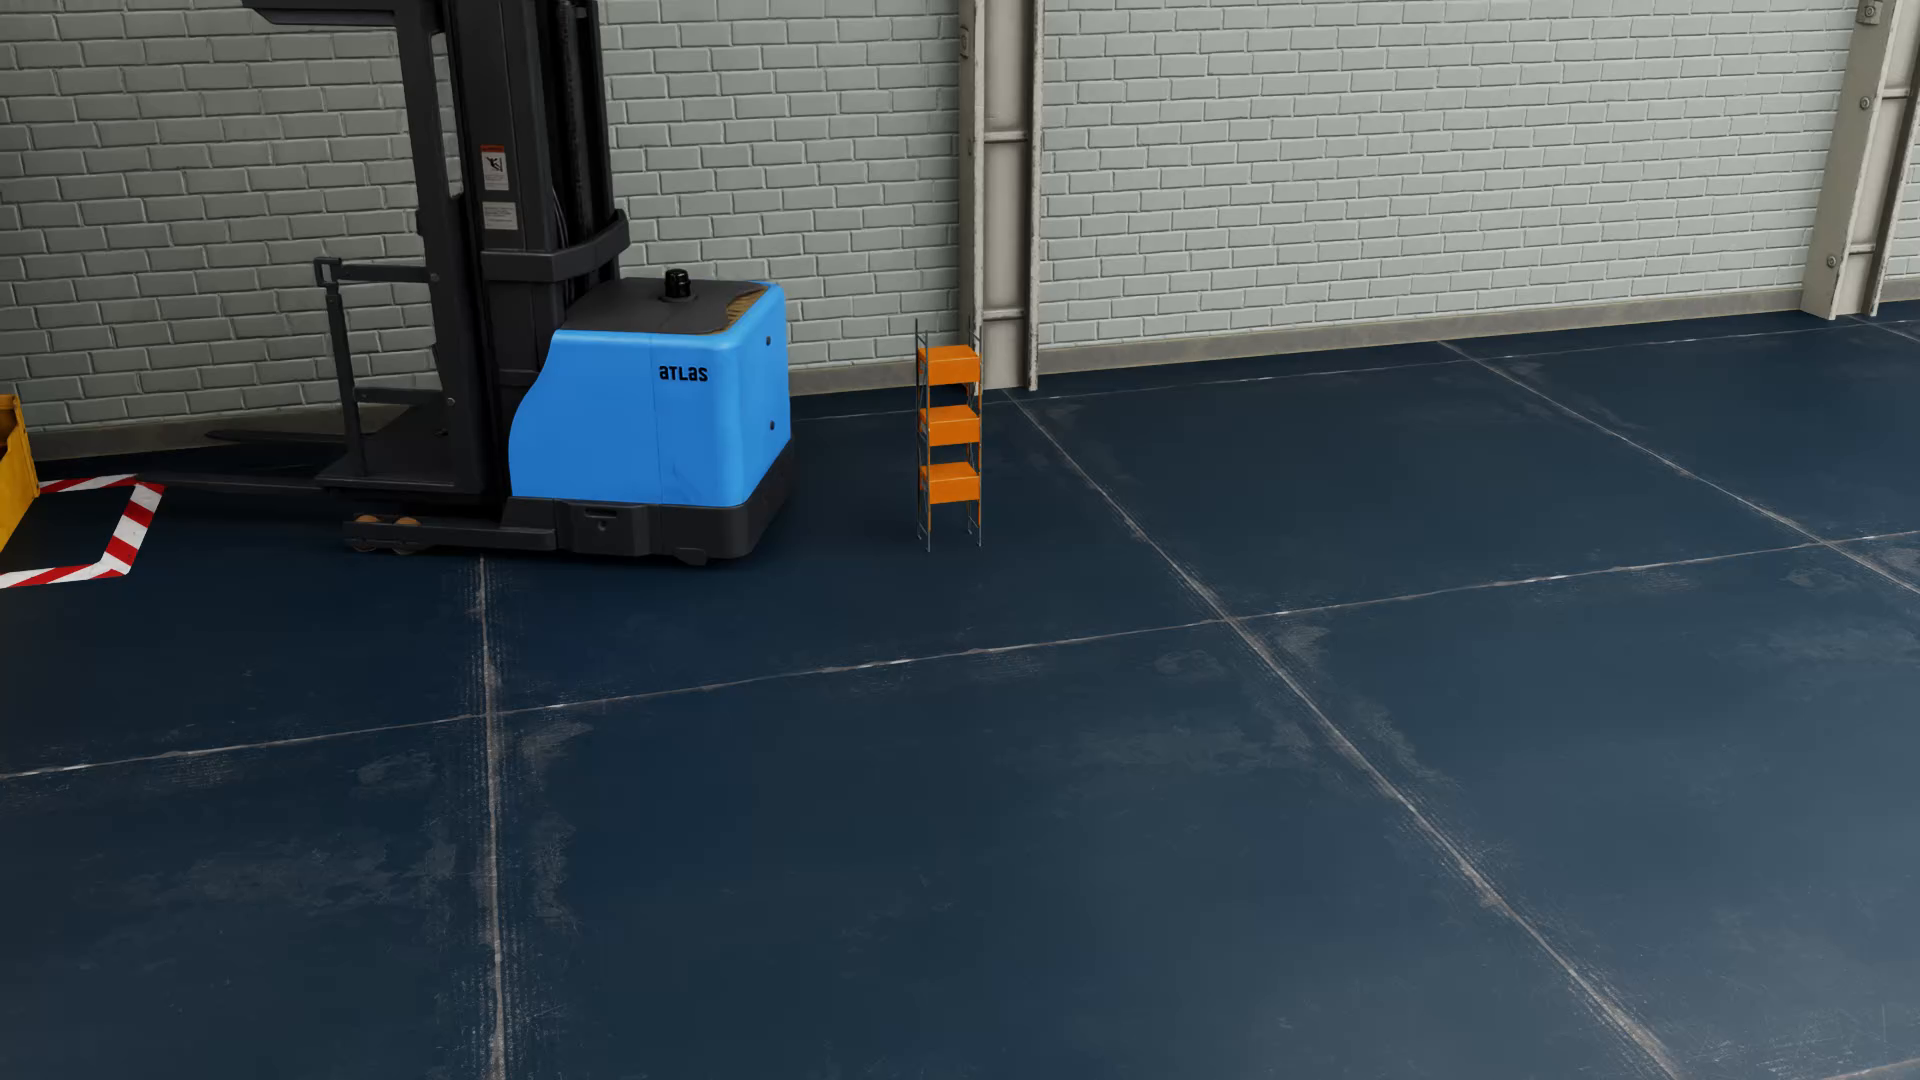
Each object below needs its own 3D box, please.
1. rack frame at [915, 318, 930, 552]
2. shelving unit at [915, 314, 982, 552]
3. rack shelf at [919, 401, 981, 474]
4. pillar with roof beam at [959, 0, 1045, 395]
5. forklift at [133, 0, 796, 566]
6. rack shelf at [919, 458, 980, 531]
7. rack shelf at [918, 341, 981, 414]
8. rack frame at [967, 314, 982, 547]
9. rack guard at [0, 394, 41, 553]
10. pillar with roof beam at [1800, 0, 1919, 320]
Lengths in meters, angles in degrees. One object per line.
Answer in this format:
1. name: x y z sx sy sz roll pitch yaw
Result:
1. rack frame: -0.169 -0.464 7.499 0.008 1.050 0.200 -6 24 -14
2. shelving unit: -0.052 -0.477 7.530 0.252 1.050 0.215 -6 24 -14
3. rack shelf: -0.052 -0.467 7.534 0.240 0.259 0.215 -6 24 -14
4. pillar with roof beam: 1.389 -3.425 4.319 0.400 9.000 9.100 -6 24 -14
5. forklift: -2.373 -1.481 7.485 3.031 2.935 1.130 3 23 7
6. rack shelf: -0.052 -0.212 7.643 0.240 0.259 0.215 -6 24 -14
7. rack shelf: -0.052 -0.728 7.422 0.240 0.259 0.215 -6 24 -14
8. rack frame: 0.066 -0.490 7.560 0.008 1.050 0.200 -6 24 -14
9. rack guard: -4.614 -0.249 7.696 0.348 0.500 1.175 -6 24 -14
10. pillar with roof beam: 7.166 -4.064 5.809 0.400 9.000 9.100 -6 24 -14
